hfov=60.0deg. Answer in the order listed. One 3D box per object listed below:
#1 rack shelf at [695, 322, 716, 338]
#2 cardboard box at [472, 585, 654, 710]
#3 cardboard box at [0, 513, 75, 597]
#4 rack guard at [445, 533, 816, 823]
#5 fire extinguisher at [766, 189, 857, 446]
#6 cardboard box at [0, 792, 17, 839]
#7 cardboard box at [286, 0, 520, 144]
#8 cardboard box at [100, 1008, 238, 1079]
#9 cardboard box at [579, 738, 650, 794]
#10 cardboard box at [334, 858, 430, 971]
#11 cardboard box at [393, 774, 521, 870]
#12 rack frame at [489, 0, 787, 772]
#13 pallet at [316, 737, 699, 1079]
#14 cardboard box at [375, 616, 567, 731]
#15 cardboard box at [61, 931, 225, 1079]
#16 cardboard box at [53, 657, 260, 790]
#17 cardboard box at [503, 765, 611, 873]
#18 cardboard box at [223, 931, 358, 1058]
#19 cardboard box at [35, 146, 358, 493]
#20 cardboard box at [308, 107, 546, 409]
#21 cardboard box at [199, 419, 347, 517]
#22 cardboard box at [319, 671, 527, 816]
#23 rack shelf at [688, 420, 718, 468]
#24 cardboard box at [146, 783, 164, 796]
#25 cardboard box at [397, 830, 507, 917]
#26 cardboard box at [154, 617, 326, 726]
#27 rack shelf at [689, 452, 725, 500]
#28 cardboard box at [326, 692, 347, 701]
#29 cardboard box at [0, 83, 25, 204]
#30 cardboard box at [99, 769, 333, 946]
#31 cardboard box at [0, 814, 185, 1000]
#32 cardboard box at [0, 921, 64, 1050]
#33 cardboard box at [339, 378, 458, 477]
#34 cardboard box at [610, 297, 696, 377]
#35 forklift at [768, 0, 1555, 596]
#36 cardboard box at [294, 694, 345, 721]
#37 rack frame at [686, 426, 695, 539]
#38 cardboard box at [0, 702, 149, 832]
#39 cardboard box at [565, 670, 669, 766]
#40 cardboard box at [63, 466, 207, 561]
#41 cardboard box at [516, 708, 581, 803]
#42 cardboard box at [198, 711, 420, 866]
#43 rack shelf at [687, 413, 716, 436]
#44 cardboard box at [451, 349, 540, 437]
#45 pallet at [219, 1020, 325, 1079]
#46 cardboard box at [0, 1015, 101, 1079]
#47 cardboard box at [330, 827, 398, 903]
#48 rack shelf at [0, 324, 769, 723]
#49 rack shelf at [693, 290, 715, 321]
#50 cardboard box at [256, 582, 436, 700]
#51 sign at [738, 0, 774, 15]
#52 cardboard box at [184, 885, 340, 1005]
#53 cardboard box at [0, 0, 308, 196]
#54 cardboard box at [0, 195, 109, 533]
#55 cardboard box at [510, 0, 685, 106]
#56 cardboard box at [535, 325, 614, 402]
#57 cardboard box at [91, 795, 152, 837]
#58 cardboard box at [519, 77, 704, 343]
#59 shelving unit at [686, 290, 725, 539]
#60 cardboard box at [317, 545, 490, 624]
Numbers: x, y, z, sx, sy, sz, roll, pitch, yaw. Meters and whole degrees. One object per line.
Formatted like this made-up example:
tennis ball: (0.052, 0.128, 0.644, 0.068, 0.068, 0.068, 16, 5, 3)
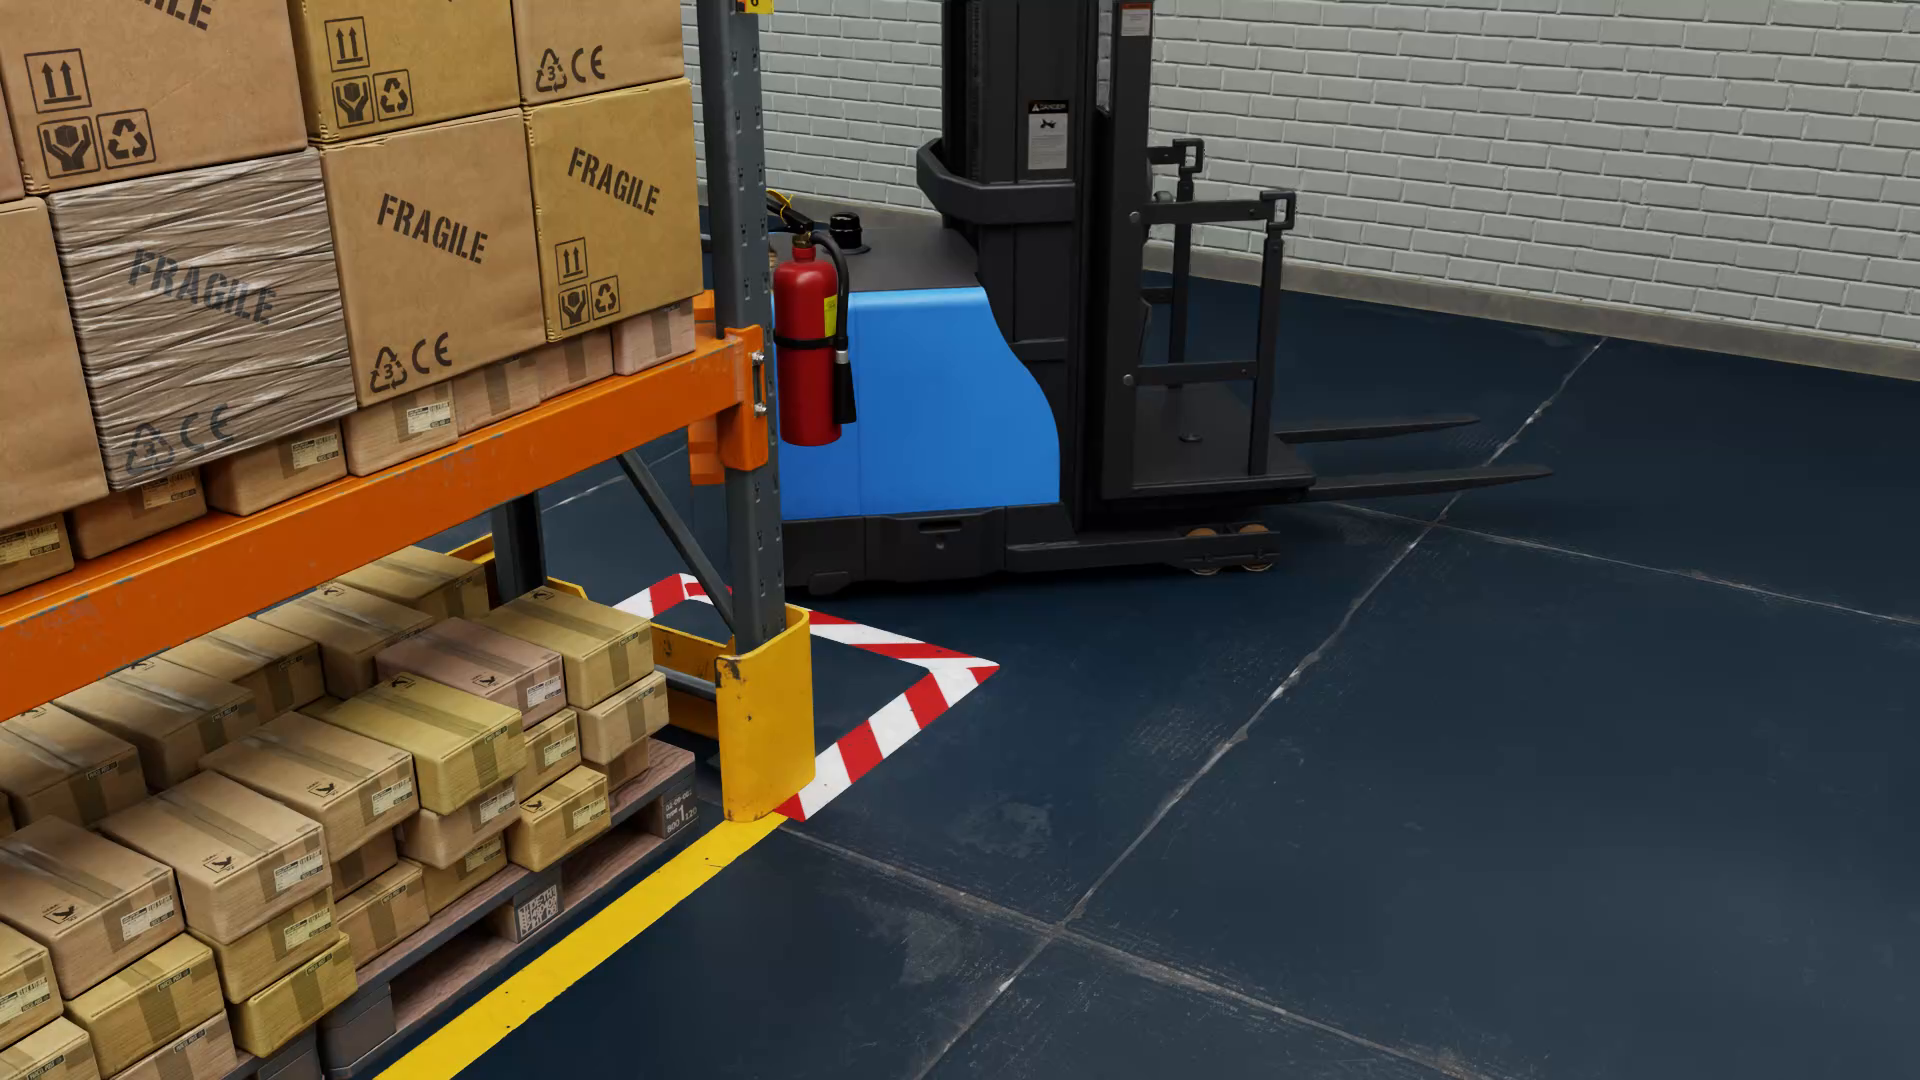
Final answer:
rack shelf: (-0.886, -0.685, 5.831, 0.180, 0.103, 0.258, -4, 24, -9)
cardboard box: (-0.995, 0.265, 4.173, 0.380, 0.149, 0.250, 14, 27, 30)
cardboard box: (-1.743, -0.015, 2.826, 0.380, 0.149, 0.250, 14, 27, 30)
rack guard: (-0.971, 0.364, 4.781, 1.175, 0.500, 0.348, 14, 27, 29)
fire extinguisher: (-0.406, -0.591, 4.406, 0.296, 0.674, 0.183, 14, 27, 29)
cardboard box: (-2.173, 0.587, 3.429, 0.380, 0.149, 0.250, 14, 27, 30)
cardboard box: (-1.228, -1.073, 3.194, 0.500, 0.500, 0.500, 13, 27, 27)
cardboard box: (-1.655, 0.980, 3.270, 0.380, 0.149, 0.250, 14, 27, 30)
cardboard box: (-1.032, 0.528, 4.315, 0.380, 0.149, 0.250, 14, 27, 30)
cardboard box: (-1.413, 0.793, 3.703, 0.380, 0.149, 0.250, 14, 27, 29)
cardboard box: (-1.240, 0.584, 3.812, 0.380, 0.149, 0.250, 13, 26, 27)
rack frame: (-0.931, -0.809, 4.344, 1.000, 3.000, 0.127, 14, 27, 29)
pallet: (-1.430, 0.763, 4.222, 1.003, 0.211, 1.213, 14, 27, 29)
cardboard box: (-1.176, 0.338, 4.005, 0.380, 0.149, 0.250, 14, 27, 30)
cardboard box: (-1.653, 0.844, 3.211, 0.380, 0.149, 0.250, 15, 28, 32)
cardboard box: (-1.842, 0.416, 3.823, 0.380, 0.149, 0.250, 12, 26, 26)
cardboard box: (-1.081, 0.636, 4.066, 0.380, 0.149, 0.250, 15, 27, 31)
cardboard box: (-1.494, 0.892, 3.473, 0.380, 0.149, 0.250, 13, 26, 27)
cardboard box: (-1.485, -0.440, 2.991, 0.500, 0.500, 0.500, 14, 27, 29)
cardboard box: (-1.226, -0.613, 3.391, 0.500, 0.500, 0.500, 13, 27, 28)
cardboard box: (-1.424, -0.187, 3.223, 0.380, 0.149, 0.250, 13, 26, 27)
cardboard box: (-1.205, 0.452, 3.741, 0.380, 0.149, 0.250, 13, 27, 28)
rack shelf: (-0.886, -0.355, 5.974, 0.180, 0.103, 0.258, -4, 24, -9)
cardboard box: (-1.899, 0.538, 3.916, 0.380, 0.149, 0.250, 15, 27, 31)
cardboard box: (-1.294, 0.707, 3.901, 0.380, 0.149, 0.250, 14, 27, 29)
cardboard box: (-1.781, 0.315, 4.057, 0.380, 0.149, 0.250, 14, 27, 29)
rack shelf: (-0.886, -0.245, 6.021, 0.180, 0.103, 0.258, -4, 24, -9)
cardboard box: (-1.618, 0.373, 4.297, 0.380, 0.149, 0.250, 14, 27, 29)
cardboard box: (-1.771, -0.716, 2.370, 0.500, 0.500, 0.500, 13, 27, 27)
cardboard box: (-1.490, 0.628, 3.334, 0.380, 0.149, 0.250, 15, 28, 31)
cardboard box: (-1.723, 0.694, 3.182, 0.380, 0.149, 0.250, 13, 27, 27)
cardboard box: (-1.837, 0.788, 2.964, 0.380, 0.149, 0.250, 14, 27, 29)
cardboard box: (-1.260, -0.270, 3.414, 0.380, 0.149, 0.250, 15, 27, 30)
cardboard box: (-0.863, -0.525, 4.003, 0.380, 0.149, 0.250, 14, 27, 29)
forklift: (0.700, -1.420, 5.842, 3.031, 2.935, 1.130, -4, 24, -9)
cardboard box: (-1.672, 0.475, 4.063, 0.380, 0.149, 0.250, 14, 27, 30)
rack frame: (-0.976, -0.499, 5.894, 0.006, 1.200, 0.240, -4, 24, -9)
cardboard box: (-1.996, 0.508, 3.612, 0.380, 0.149, 0.250, 15, 28, 31)
cardboard box: (-0.967, 0.408, 4.218, 0.380, 0.149, 0.250, 13, 27, 28)
cardboard box: (-1.617, -0.108, 3.041, 0.380, 0.149, 0.250, 13, 26, 27)
cardboard box: (-1.151, 0.485, 4.040, 0.380, 0.149, 0.250, 13, 27, 28)
cardboard box: (-1.395, 0.526, 3.570, 0.380, 0.149, 0.250, 13, 26, 27)
rack shelf: (-0.886, -0.465, 5.926, 0.180, 0.103, 0.258, -4, 24, -9)
cardboard box: (-1.145, -0.361, 3.624, 0.380, 0.149, 0.250, 14, 27, 28)
pallet: (-2.074, 1.173, 3.275, 1.003, 0.211, 1.213, 14, 27, 29)
cardboard box: (-1.775, 0.942, 2.983, 0.380, 0.149, 0.250, 14, 27, 29)
cardboard box: (-1.469, 0.653, 3.652, 0.380, 0.149, 0.250, 14, 27, 28)
rack shelf: (-1.986, 0.196, 2.927, 1.077, 0.370, 4.000, 14, 27, 29)
rack shelf: (-0.886, -0.795, 5.783, 0.180, 0.103, 0.258, -4, 24, -9)
cardboard box: (-1.539, 0.257, 4.191, 0.380, 0.149, 0.250, 14, 27, 30)
sign: (-0.470, -1.363, 3.767, 0.100, 0.325, 0.005, 14, 27, 29)
cardboard box: (-1.502, 0.761, 3.402, 0.380, 0.149, 0.250, 14, 27, 30)
cardboard box: (-1.495, -0.896, 2.784, 0.500, 0.500, 0.500, 15, 28, 32)
cardboard box: (-1.757, -0.274, 2.607, 0.500, 0.500, 0.500, 15, 28, 32)
cardboard box: (-0.961, -1.244, 3.589, 0.500, 0.500, 0.500, 13, 27, 28)
cardboard box: (-1.026, -0.449, 3.827, 0.380, 0.149, 0.250, 14, 27, 29)
cardboard box: (-1.959, 0.648, 3.663, 0.380, 0.149, 0.250, 12, 26, 26)
cardboard box: (-0.949, -0.786, 3.790, 0.500, 0.500, 0.500, 14, 27, 30)
shelving unit: (-0.886, -0.506, 5.908, 0.189, 1.200, 0.258, -4, 24, -9)
cardboard box: (-1.496, 0.139, 4.464, 0.380, 0.149, 0.250, 13, 26, 27)
